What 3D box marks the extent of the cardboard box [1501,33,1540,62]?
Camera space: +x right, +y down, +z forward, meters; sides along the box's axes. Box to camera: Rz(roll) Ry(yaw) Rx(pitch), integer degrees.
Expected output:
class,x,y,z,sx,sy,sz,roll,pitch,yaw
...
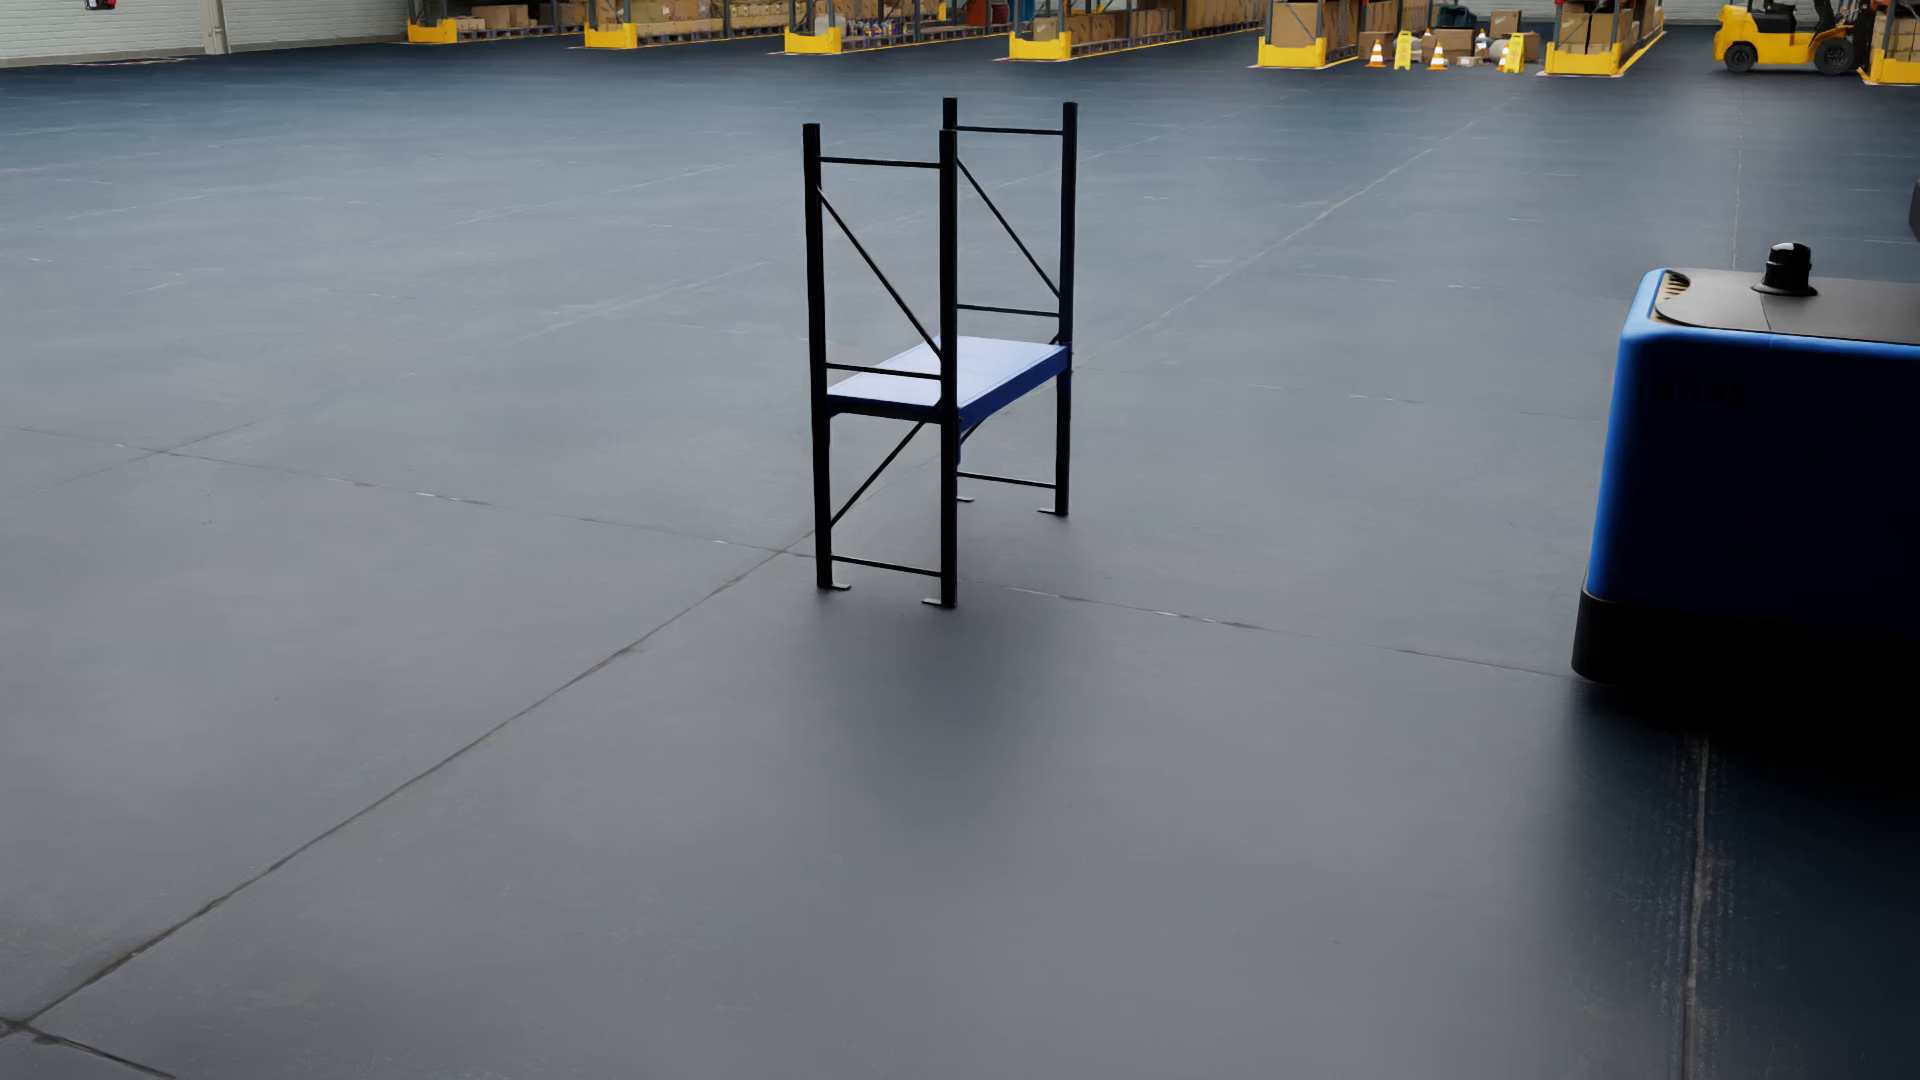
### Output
class,x,y,z,sx,sy,sz,roll,pitch,yaw
cardboard box,10.513,-9.256,31.245,0.500,0.500,0.500,-9,22,-24

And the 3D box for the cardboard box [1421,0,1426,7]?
class,x,y,z,sx,sy,sz,roll,pitch,yaw
cardboard box,10.614,-12.623,38.970,0.500,0.250,0.500,10,22,25

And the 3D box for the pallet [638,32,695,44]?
class,x,y,z,sx,sy,sz,roll,pitch,yaw
pallet,-6.746,-11.368,37.619,1.003,0.211,1.213,9,21,23

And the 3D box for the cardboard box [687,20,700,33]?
class,x,y,z,sx,sy,sz,roll,pitch,yaw
cardboard box,-6.280,-11.718,37.917,0.500,0.250,0.500,9,21,23

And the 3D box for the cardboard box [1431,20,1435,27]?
class,x,y,z,sx,sy,sz,roll,pitch,yaw
cardboard box,11.354,-12.589,40.518,0.380,0.149,0.250,8,21,20

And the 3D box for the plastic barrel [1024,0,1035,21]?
class,x,y,z,sx,sy,sz,roll,pitch,yaw
plastic barrel,1.671,-14.103,43.654,0.600,0.901,0.708,9,21,23

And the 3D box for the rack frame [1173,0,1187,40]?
class,x,y,z,sx,sy,sz,roll,pitch,yaw
rack frame,4.790,-13.156,38.484,1.000,3.000,0.127,9,21,23

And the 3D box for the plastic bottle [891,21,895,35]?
class,x,y,z,sx,sy,sz,roll,pitch,yaw
plastic bottle,-1.475,-11.189,36.353,0.061,0.283,0.133,10,22,26

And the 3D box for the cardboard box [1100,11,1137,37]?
class,x,y,z,sx,sy,sz,roll,pitch,yaw
cardboard box,3.423,-11.147,35.911,0.700,0.500,0.500,7,21,19

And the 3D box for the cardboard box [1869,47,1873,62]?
class,x,y,z,sx,sy,sz,roll,pitch,yaw
cardboard box,15.414,-8.062,27.639,0.500,0.250,0.500,9,21,23

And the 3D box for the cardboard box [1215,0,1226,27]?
class,x,y,z,sx,sy,sz,roll,pitch,yaw
cardboard box,5.819,-13.104,40.882,1.225,0.875,0.875,8,21,21

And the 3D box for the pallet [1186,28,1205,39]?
class,x,y,z,sx,sy,sz,roll,pitch,yaw
pallet,5.181,-12.073,39.600,1.003,0.211,1.213,9,21,23

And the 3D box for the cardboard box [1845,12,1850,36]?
class,x,y,z,sx,sy,sz,roll,pitch,yaw
cardboard box,19.595,-11.242,36.207,0.500,0.500,0.500,10,22,25

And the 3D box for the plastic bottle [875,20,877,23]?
class,x,y,z,sx,sy,sz,roll,pitch,yaw
plastic bottle,-1.897,-11.497,37.236,0.097,0.271,0.097,0,20,0

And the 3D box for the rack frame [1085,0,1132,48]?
class,x,y,z,sx,sy,sz,roll,pitch,yaw
rack frame,3.152,-11.933,35.046,1.000,3.000,0.127,9,21,23

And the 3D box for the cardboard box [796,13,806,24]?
class,x,y,z,sx,sy,sz,roll,pitch,yaw
cardboard box,-4.239,-13.224,42.154,0.500,0.250,0.500,9,22,24

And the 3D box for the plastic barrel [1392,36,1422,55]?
class,x,y,z,sx,sy,sz,roll,pitch,yaw
plastic barrel,8.570,-9.450,31.910,0.421,0.421,0.512,-9,22,-24

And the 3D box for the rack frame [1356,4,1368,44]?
class,x,y,z,sx,sy,sz,roll,pitch,yaw
rack frame,7.635,-11.221,33.045,1.000,3.000,0.127,9,21,23

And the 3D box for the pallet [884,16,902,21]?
class,x,y,z,sx,sy,sz,roll,pitch,yaw
pallet,-2.326,-14.635,46.805,1.003,0.211,1.213,9,21,23

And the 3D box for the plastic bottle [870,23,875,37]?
class,x,y,z,sx,sy,sz,roll,pitch,yaw
plastic bottle,-1.869,-10.895,35.526,0.061,0.283,0.133,9,21,24

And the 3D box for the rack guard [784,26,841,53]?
class,x,y,z,sx,sy,sz,roll,pitch,yaw
rack guard,-3.017,-10.242,34.021,1.175,0.500,0.348,9,21,23

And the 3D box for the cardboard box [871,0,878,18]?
class,x,y,z,sx,sy,sz,roll,pitch,yaw
cardboard box,-2.549,-14.578,45.558,0.500,0.500,0.500,8,21,22

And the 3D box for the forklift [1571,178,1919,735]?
class,x,y,z,sx,sy,sz,roll,pitch,yaw
forklift,3.299,-0.873,4.050,3.031,2.935,1.130,9,21,23

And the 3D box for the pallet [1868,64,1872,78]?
class,x,y,z,sx,sy,sz,roll,pitch,yaw
pallet,15.360,-7.596,27.013,1.003,0.211,1.213,9,21,23

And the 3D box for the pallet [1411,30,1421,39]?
class,x,y,z,sx,sy,sz,roll,pitch,yaw
pallet,10.096,-11.741,38.667,1.003,0.211,1.213,9,21,23

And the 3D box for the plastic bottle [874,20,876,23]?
class,x,y,z,sx,sy,sz,roll,pitch,yaw
plastic bottle,-1.907,-11.386,36.905,0.061,0.283,0.133,9,21,23

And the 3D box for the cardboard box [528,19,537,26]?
class,x,y,z,sx,sy,sz,roll,pitch,yaw
cardboard box,-10.597,-12.677,40.709,0.380,0.166,0.250,6,20,16

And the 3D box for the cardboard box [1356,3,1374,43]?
class,x,y,z,sx,sy,sz,roll,pitch,yaw
cardboard box,7.808,-10.561,33.920,1.050,0.750,0.750,8,21,22

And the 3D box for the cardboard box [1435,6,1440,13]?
class,x,y,z,sx,sy,sz,roll,pitch,yaw
cardboard box,11.732,-13.188,41.316,0.380,0.149,0.250,9,21,24

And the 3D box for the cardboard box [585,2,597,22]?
class,x,y,z,sx,sy,sz,roll,pitch,yaw
cardboard box,-9.707,-13.544,42.650,0.700,0.500,0.500,9,21,23

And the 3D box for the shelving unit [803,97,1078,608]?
class,x,y,z,sx,sy,sz,roll,pitch,yaw
shelving unit,-0.035,-0.681,5.644,0.538,1.500,1.048,9,21,23

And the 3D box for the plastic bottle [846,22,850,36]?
class,x,y,z,sx,sy,sz,roll,pitch,yaw
plastic bottle,-2.427,-10.998,35.813,0.061,0.283,0.133,9,21,23

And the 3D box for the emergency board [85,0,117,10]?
class,x,y,z,sx,sy,sz,roll,pitch,yaw
emergency board,-16.049,-10.497,31.010,0.194,1.169,0.643,9,21,23

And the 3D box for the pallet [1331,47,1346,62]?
class,x,y,z,sx,sy,sz,roll,pitch,yaw
pallet,6.755,-9.312,31.837,1.003,0.211,1.213,9,21,23

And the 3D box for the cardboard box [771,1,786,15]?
class,x,y,z,sx,sy,sz,roll,pitch,yaw
cardboard box,-4.652,-13.175,41.179,0.500,0.311,0.500,8,21,22

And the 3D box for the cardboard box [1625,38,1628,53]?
class,x,y,z,sx,sy,sz,roll,pitch,yaw
cardboard box,11.987,-9.094,30.539,0.500,0.250,0.500,8,21,21

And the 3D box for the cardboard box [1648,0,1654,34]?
class,x,y,z,sx,sy,sz,roll,pitch,yaw
cardboard box,14.925,-11.738,37.041,0.875,0.875,0.875,9,22,24

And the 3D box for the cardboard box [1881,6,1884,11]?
class,x,y,z,sx,sy,sz,roll,pitch,yaw
cardboard box,19.674,-11.197,35.113,0.380,0.149,0.250,9,22,24

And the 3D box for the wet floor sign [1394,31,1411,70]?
class,x,y,z,sx,sy,sz,roll,pitch,yaw
wet floor sign,7.792,-8.609,29.213,0.267,0.644,0.232,5,20,13

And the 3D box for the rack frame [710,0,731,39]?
class,x,y,z,sx,sy,sz,roll,pitch,yaw
rack frame,-5.884,-13.293,38.871,1.000,3.000,0.127,9,21,23

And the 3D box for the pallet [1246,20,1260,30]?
class,x,y,z,sx,sy,sz,roll,pitch,yaw
pallet,7.309,-13.661,44.066,1.003,0.211,1.213,9,21,23

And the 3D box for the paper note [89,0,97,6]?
class,x,y,z,sx,sy,sz,roll,pitch,yaw
paper note,-16.185,-10.038,31.032,0.016,0.148,0.142,9,21,23

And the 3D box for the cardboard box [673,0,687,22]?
class,x,y,z,sx,sy,sz,roll,pitch,yaw
cardboard box,-6.483,-11.918,37.361,0.500,0.500,0.500,9,21,23

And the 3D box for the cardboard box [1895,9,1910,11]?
class,x,y,z,sx,sy,sz,roll,pitch,yaw
cardboard box,18.859,-10.558,33.317,0.380,0.149,0.250,10,22,25

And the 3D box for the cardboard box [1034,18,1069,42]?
class,x,y,z,sx,sy,sz,roll,pitch,yaw
cardboard box,1.785,-9.919,32.486,0.500,0.500,0.500,13,23,33

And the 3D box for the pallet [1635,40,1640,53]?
class,x,y,z,sx,sy,sz,roll,pitch,yaw
pallet,13.509,-10.243,34.457,1.003,0.211,1.213,9,21,23

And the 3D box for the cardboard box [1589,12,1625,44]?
class,x,y,z,sx,sy,sz,roll,pitch,yaw
cardboard box,11.147,-8.822,28.656,0.500,0.500,0.500,8,21,21
